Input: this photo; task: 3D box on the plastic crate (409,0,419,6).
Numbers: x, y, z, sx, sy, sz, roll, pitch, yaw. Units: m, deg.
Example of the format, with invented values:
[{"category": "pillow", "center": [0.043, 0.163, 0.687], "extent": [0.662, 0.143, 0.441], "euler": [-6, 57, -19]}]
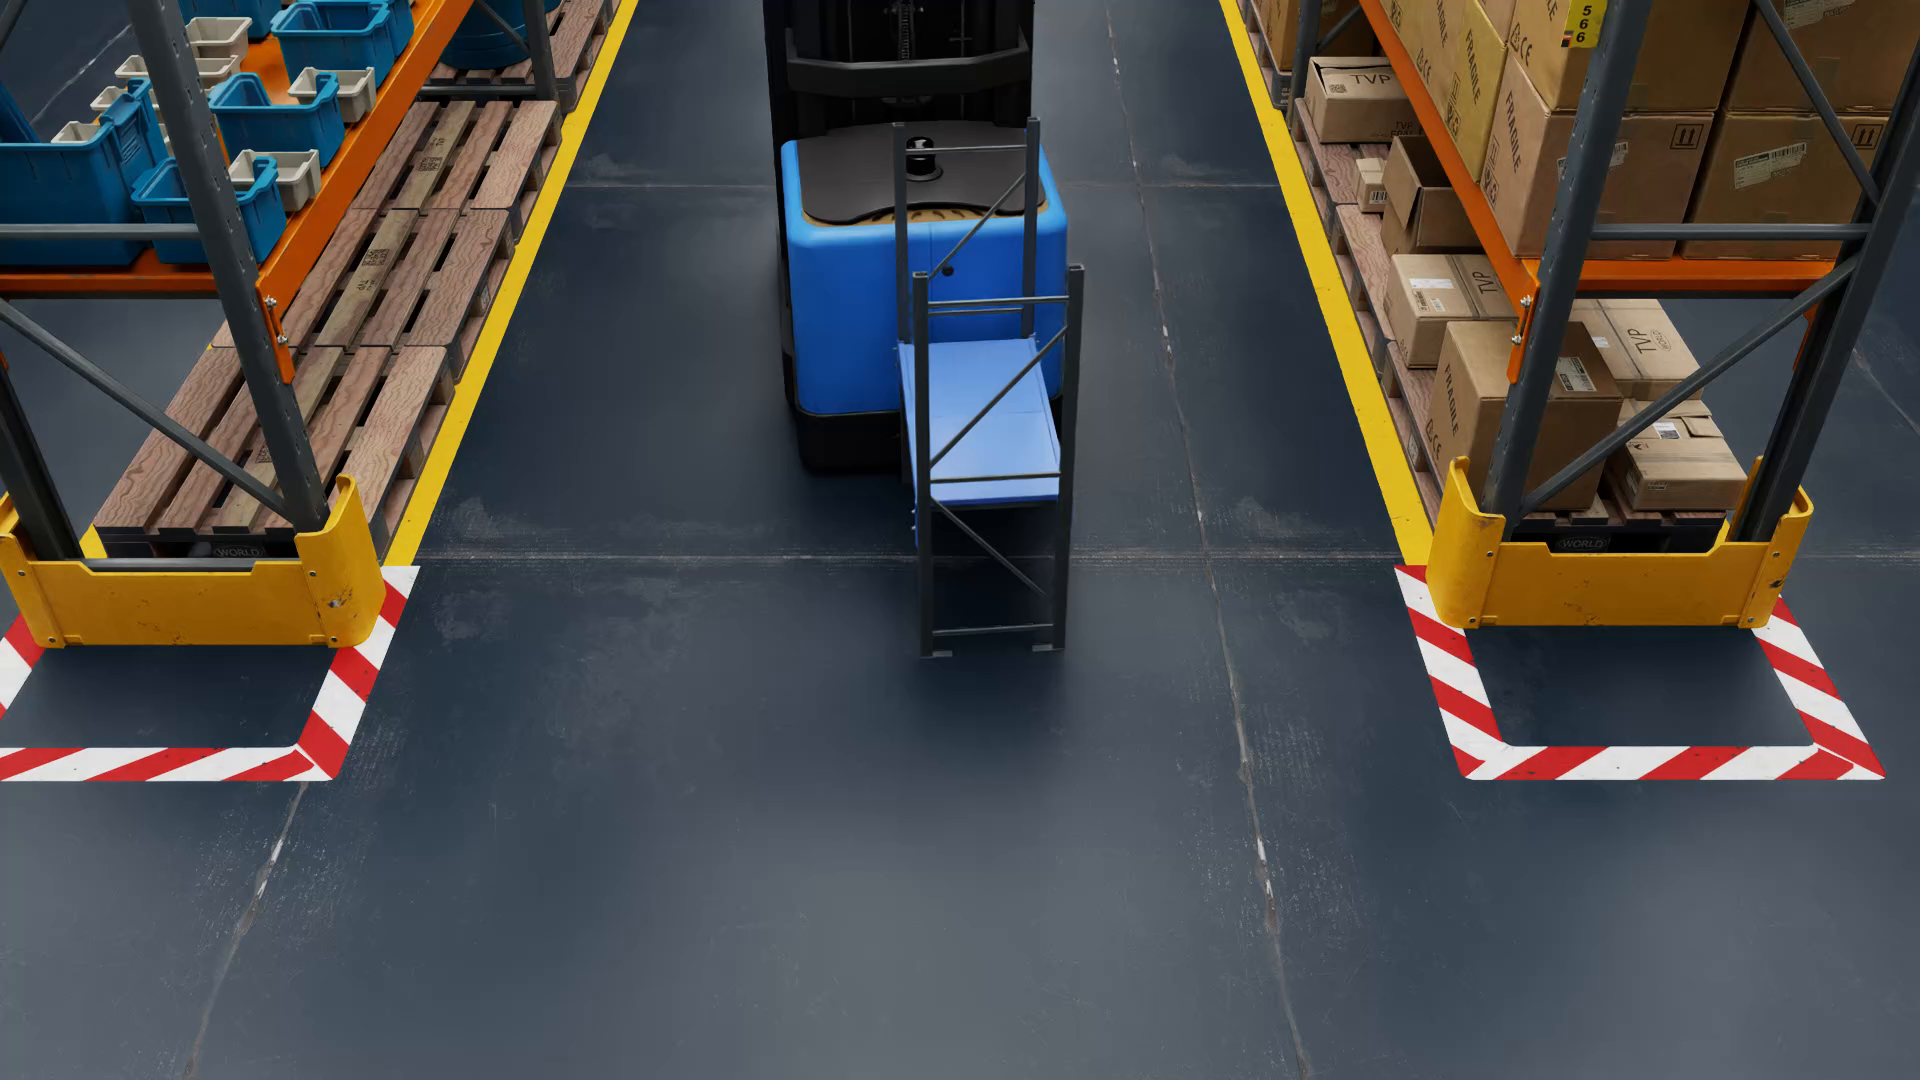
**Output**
[{"category": "plastic crate", "center": [-2.370, -2.251, 6.823], "extent": [0.293, 0.136, 0.466], "euler": [0, 39, 0]}]

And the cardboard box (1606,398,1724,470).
[{"category": "cardboard box", "center": [2.628, -0.403, 6.268], "extent": [0.380, 0.166, 0.250], "euler": [0, 39, 0]}]

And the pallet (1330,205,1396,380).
[{"category": "pallet", "center": [2.285, -1.138, 7.501], "extent": [1.003, 0.211, 1.213], "euler": [0, 39, 0]}]

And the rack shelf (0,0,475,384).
[{"category": "rack shelf", "center": [-2.670, -1.888, 6.782], "extent": [1.077, 0.370, 4.000], "euler": [0, 39, 0]}]

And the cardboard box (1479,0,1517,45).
[{"category": "cardboard box", "center": [2.008, -1.942, 5.395], "extent": [0.500, 0.500, 0.500], "euler": [1, 39, 1]}]

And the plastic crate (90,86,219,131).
[{"category": "plastic crate", "center": [-2.836, -1.529, 5.922], "extent": [0.396, 0.136, 0.243], "euler": [0, 39, 0]}]

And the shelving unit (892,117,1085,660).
[{"category": "shelving unit", "center": [0.067, -0.512, 5.690], "extent": [0.538, 1.500, 1.048], "euler": [-3, 39, -4]}]

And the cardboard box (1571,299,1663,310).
[{"category": "cardboard box", "center": [2.567, -0.983, 6.925], "extent": [0.500, 0.250, 0.500], "euler": [0, 39, 0]}]

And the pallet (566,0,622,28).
[{"category": "pallet", "center": [-2.636, -3.578, 10.546], "extent": [1.003, 0.211, 1.213], "euler": [0, 39, 0]}]

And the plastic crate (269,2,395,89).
[{"category": "plastic crate", "center": [-2.341, -1.854, 6.250], "extent": [0.416, 0.233, 0.300], "euler": [0, 39, 0]}]

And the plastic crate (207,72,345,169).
[{"category": "plastic crate", "center": [-2.340, -1.442, 5.737], "extent": [0.416, 0.233, 0.300], "euler": [0, 39, 0]}]

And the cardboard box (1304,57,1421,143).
[{"category": "cardboard box", "center": [2.065, -2.280, 8.495], "extent": [0.500, 0.311, 0.500], "euler": [0, 39, 0]}]

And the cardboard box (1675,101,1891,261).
[{"category": "cardboard box", "center": [2.548, -1.235, 5.313], "extent": [0.500, 0.500, 0.500], "euler": [1, 39, 1]}]

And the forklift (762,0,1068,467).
[{"category": "forklift", "center": [-0.276, -2.343, 6.830], "extent": [1.130, 2.935, 3.031], "euler": [-4, 39, -5]}]

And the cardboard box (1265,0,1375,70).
[{"category": "cardboard box", "center": [1.994, -2.925, 9.148], "extent": [0.500, 0.500, 0.500], "euler": [0, 39, 0]}]

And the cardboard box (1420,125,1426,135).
[{"category": "cardboard box", "center": [2.565, -2.260, 8.319], "extent": [0.500, 0.500, 0.500], "euler": [0, 39, 0]}]

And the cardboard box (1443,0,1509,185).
[{"category": "cardboard box", "center": [2.009, -1.562, 5.721], "extent": [0.500, 0.500, 0.500], "euler": [0, 39, 0]}]

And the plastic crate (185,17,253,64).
[{"category": "plastic crate", "center": [-2.880, -1.888, 6.371], "extent": [0.298, 0.136, 0.250], "euler": [0, 39, 0]}]

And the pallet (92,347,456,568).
[{"category": "pallet", "center": [-2.630, -0.345, 6.512], "extent": [1.003, 0.211, 1.213], "euler": [0, 39, 0]}]

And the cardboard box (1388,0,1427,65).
[{"category": "cardboard box", "center": [2.013, -2.189, 6.503], "extent": [0.500, 0.500, 0.500], "euler": [-1, 39, -1]}]

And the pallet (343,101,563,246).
[{"category": "pallet", "center": [-2.633, -1.871, 8.416], "extent": [1.003, 0.211, 1.213], "euler": [0, 39, 0]}]

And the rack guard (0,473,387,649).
[{"category": "rack guard", "center": [-2.655, 0.073, 5.759], "extent": [1.175, 0.500, 0.348], "euler": [0, 39, 0]}]

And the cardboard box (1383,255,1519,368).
[{"category": "cardboard box", "center": [2.067, -0.951, 6.886], "extent": [0.500, 0.250, 0.500], "euler": [0, 39, 0]}]

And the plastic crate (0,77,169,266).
[{"category": "plastic crate", "center": [-2.855, -1.164, 5.228], "extent": [0.616, 0.435, 0.499], "euler": [0, 39, 0]}]

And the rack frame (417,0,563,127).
[{"category": "rack frame", "center": [-2.673, -3.419, 8.118], "extent": [1.000, 3.000, 0.127], "euler": [0, 39, 0]}]

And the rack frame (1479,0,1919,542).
[{"category": "rack frame", "center": [2.285, -0.919, 4.998], "extent": [1.000, 3.000, 0.127], "euler": [0, 39, 0]}]

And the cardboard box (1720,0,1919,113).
[{"category": "cardboard box", "center": [2.548, -1.626, 5.000], "extent": [0.500, 0.500, 0.500], "euler": [1, 39, 1]}]

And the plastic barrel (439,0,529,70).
[{"category": "plastic barrel", "center": [-2.656, -3.104, 9.067], "extent": [0.600, 0.901, 0.708], "euler": [0, 39, 0]}]

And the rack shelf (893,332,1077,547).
[{"category": "rack shelf", "center": [0.067, -0.372, 5.802], "extent": [0.538, 0.185, 1.000], "euler": [-3, 39, -4]}]

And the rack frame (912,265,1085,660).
[{"category": "rack frame", "center": [0.112, -0.195, 5.295], "extent": [0.500, 1.500, 0.032], "euler": [-3, 39, -4]}]

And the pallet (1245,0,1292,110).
[{"category": "pallet", "center": [2.242, -2.841, 9.626], "extent": [1.003, 0.211, 1.213], "euler": [0, 39, 0]}]

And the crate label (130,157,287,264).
[{"category": "crate label", "center": [-2.339, -1.030, 5.223], "extent": [0.416, 0.233, 0.303], "euler": [0, 39, 0]}]
